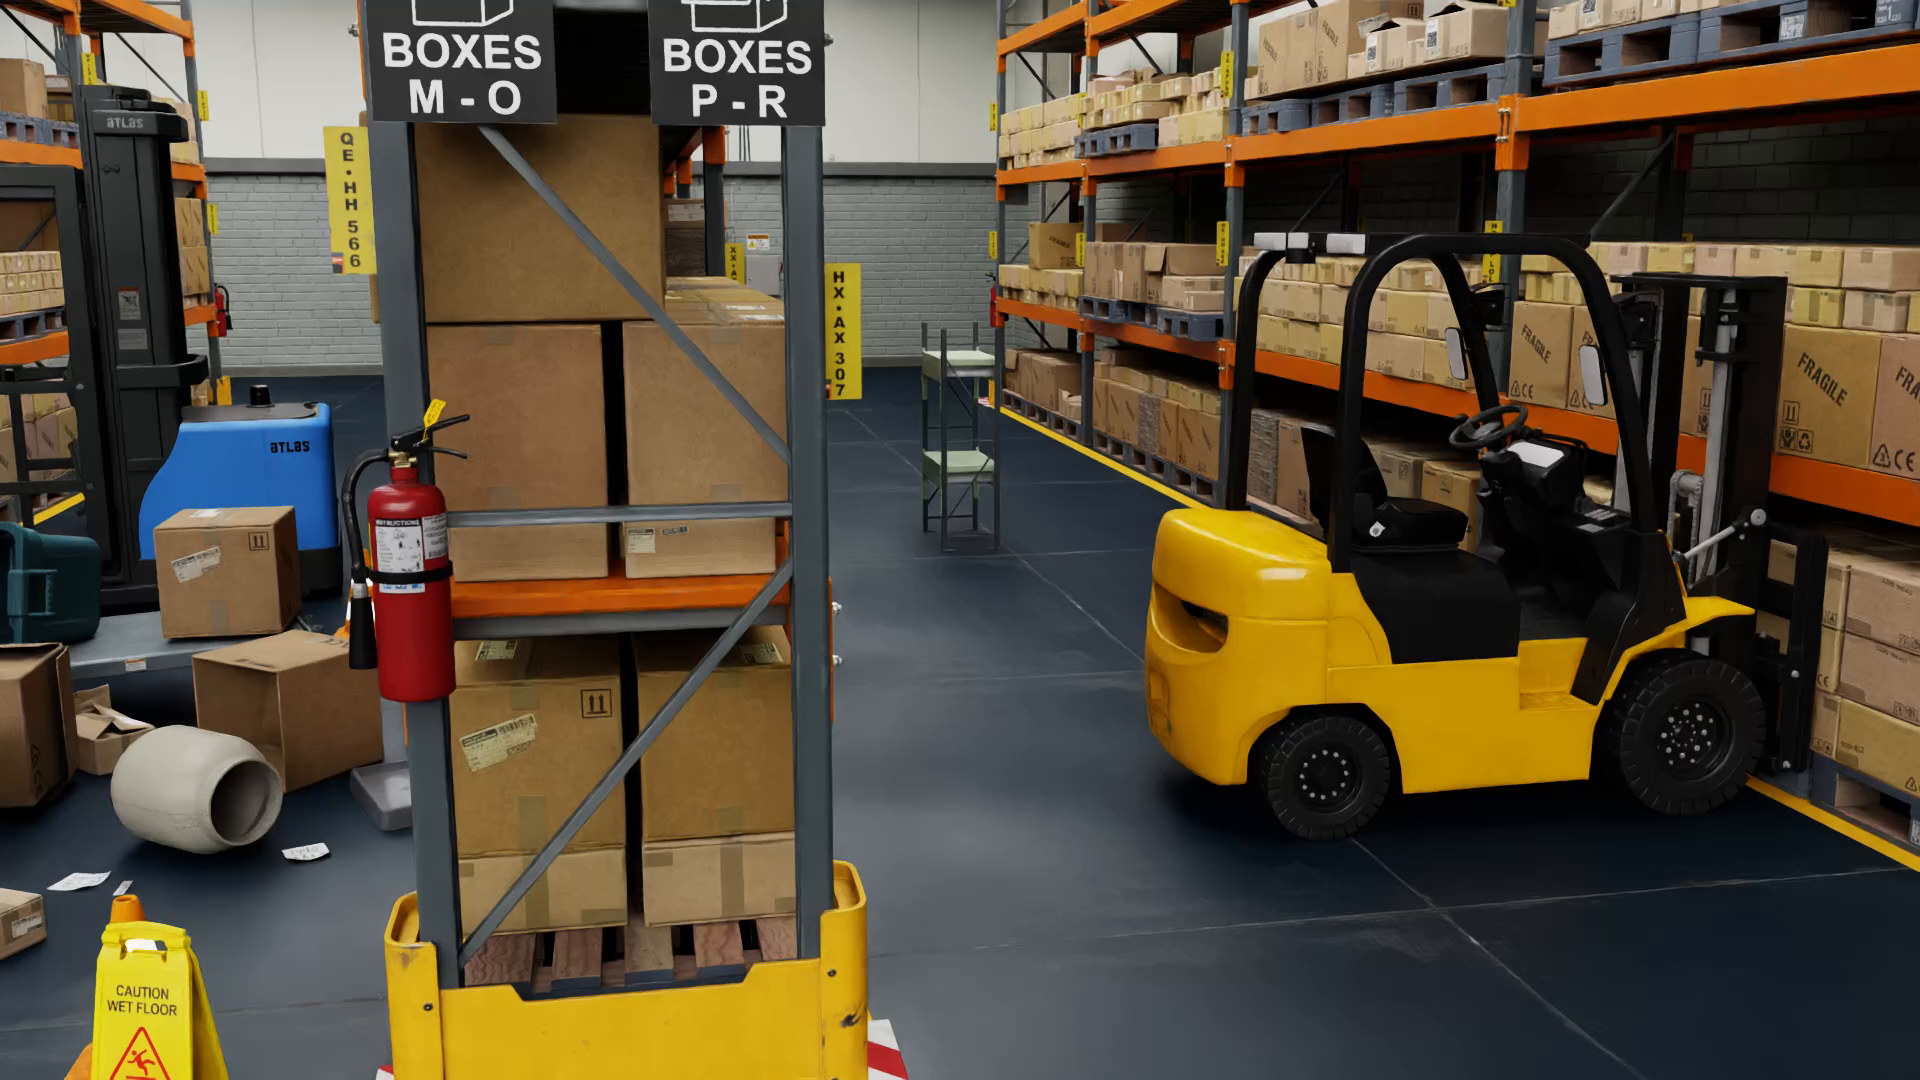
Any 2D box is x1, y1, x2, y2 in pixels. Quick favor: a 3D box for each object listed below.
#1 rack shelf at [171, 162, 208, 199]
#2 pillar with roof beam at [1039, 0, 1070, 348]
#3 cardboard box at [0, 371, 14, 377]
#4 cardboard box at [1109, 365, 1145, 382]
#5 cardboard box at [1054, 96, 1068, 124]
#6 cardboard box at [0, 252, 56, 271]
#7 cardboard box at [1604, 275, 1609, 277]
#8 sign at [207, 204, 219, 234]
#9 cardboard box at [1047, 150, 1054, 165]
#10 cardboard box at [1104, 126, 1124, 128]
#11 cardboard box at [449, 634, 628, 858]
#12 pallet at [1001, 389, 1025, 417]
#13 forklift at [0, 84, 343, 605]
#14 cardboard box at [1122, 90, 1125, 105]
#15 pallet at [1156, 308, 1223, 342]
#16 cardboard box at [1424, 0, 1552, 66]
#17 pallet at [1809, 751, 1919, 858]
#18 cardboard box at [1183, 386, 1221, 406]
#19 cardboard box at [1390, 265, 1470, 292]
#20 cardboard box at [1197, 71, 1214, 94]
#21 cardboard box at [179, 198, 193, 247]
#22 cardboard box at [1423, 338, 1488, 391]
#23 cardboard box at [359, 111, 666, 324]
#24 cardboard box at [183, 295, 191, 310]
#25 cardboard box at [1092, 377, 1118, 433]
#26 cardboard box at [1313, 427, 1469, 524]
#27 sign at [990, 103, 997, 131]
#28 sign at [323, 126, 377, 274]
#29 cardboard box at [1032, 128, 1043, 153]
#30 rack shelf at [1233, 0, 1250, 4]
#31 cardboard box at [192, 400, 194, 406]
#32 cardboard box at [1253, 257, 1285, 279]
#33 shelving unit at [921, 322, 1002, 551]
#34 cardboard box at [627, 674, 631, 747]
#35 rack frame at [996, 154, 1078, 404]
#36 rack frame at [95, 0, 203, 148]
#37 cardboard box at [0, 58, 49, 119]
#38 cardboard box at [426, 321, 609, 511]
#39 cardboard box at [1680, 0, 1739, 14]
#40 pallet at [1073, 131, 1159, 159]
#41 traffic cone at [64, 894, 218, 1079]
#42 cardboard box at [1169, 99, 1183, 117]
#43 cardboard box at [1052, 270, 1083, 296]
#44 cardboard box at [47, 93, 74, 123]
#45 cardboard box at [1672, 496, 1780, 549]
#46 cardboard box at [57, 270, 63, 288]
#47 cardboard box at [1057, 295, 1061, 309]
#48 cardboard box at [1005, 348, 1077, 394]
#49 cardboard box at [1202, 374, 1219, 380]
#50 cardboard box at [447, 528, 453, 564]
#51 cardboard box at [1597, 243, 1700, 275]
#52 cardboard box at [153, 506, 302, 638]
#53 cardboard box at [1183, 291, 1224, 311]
[{"bbox_3d":[-8.378,-3.544,16.195,1.077,0.370,4.000,-2,11,-11],"label":"rack shelf"},{"bbox_3d":[-2.926,-6.488,21.718,9.100,9.000,0.400,-2,11,-11],"label":"pillar with roof beam"},{"bbox_3d":[-8.104,-1.259,13.843,0.500,0.250,0.500,-3,11,-14],"label":"cardboard box"},{"bbox_3d":[1.654,-1.610,15.962,0.380,0.149,0.250,-2,11,-13],"label":"cardboard box"},{"bbox_3d":[1.274,-4.405,17.063,0.500,0.250,0.500,-2,11,-12],"label":"cardboard box"},{"bbox_3d":[-7.618,-2.269,13.552,0.380,0.149,0.250,-2,11,-13],"label":"cardboard box"},{"bbox_3d":[3.205,-1.175,7.845,0.380,0.149,0.250,-2,11,-11],"label":"cardboard box"},{"bbox_3d":[-8.218,-3.531,18.285,0.100,0.325,0.005,-2,11,-11],"label":"sign"},{"bbox_3d":[1.146,-4.078,17.749,0.380,0.149,0.250,-2,11,-10],"label":"cardboard box"},{"bbox_3d":[1.545,-3.881,15.326,0.380,0.149,0.250,-2,11,-11],"label":"cardboard box"},{"bbox_3d":[-1.231,0.584,4.831,0.500,0.500,0.500,-2,11,-11],"label":"cardboard box"},{"bbox_3d":[1.108,-1.640,19.750,1.003,0.211,1.213,-2,11,-11],"label":"pallet"},{"bbox_3d":[-5.252,-1.084,9.552,3.031,2.935,1.130,-4,11,-20],"label":"forklift"},{"bbox_3d":[1.656,-3.932,14.797,0.380,0.149,0.250,-2,11,-10],"label":"cardboard box"},{"bbox_3d":[2.293,-1.731,13.280,1.213,0.211,1.003,-2,11,-11],"label":"pallet"},{"bbox_3d":[2.891,-2.779,9.098,0.500,0.311,0.500,-2,11,-13],"label":"cardboard box"},{"bbox_3d":[3.859,0.995,5.903,1.003,0.211,1.213,-2,11,-11],"label":"pallet"},{"bbox_3d":[2.057,-1.180,13.703,0.380,0.149,0.250,-2,11,-13],"label":"cardboard box"},{"bbox_3d":[2.742,-1.529,9.704,0.380,0.149,0.250,-2,11,-13],"label":"cardboard box"},{"bbox_3d":[2.087,-3.596,13.085,0.380,0.149,0.250,-2,11,-13],"label":"cardboard box"},{"bbox_3d":[-8.335,-3.309,17.323,0.500,0.500,0.500,-3,11,-13],"label":"cardboard box"},{"bbox_3d":[2.917,-0.979,9.217,0.500,0.250,0.500,-2,11,-10],"label":"cardboard box"},{"bbox_3d":[-1.132,-0.827,4.281,0.700,0.500,0.500,-2,11,-12],"label":"cardboard box"},{"bbox_3d":[-8.278,-2.479,17.372,0.380,0.149,0.250,-2,11,-9],"label":"cardboard box"},{"bbox_3d":[1.589,-1.318,16.162,0.500,0.500,0.500,-2,11,-9],"label":"cardboard box"},{"bbox_3d":[2.867,-0.385,10.924,0.875,0.625,0.625,-3,11,-13],"label":"cardboard box"},{"bbox_3d":[0.405,-5.053,19.865,0.100,0.325,0.005,-2,11,-11],"label":"sign"},{"bbox_3d":[-1.367,-0.762,3.737,0.100,0.325,0.005,-2,11,-11],"label":"sign"},{"bbox_3d":[1.085,-4.344,18.081,0.500,0.250,0.500,-2,11,-12],"label":"cardboard box"},{"bbox_3d":[2.882,-3.733,10.239,1.077,0.370,4.000,-2,11,-11],"label":"rack shelf"},{"bbox_3d":[-8.343,-1.412,17.596,0.380,0.149,0.250,-2,11,-11],"label":"cardboard box"},{"bbox_3d":[2.320,-1.953,11.932,0.380,0.149,0.250,-2,11,-10],"label":"cardboard box"},{"bbox_3d":[0.001,-0.736,11.550,0.431,1.500,0.755,-2,11,-11],"label":"shelving unit"},{"bbox_3d":[-1.526,0.669,6.390,0.500,0.250,0.500,-2,11,-12],"label":"cardboard box"},{"bbox_3d":[0.937,-3.170,20.331,1.000,3.000,0.127,-2,11,-11],"label":"rack frame"},{"bbox_3d":[-8.767,-5.738,17.775,1.000,3.000,0.127,-2,11,-11],"label":"rack frame"},{"bbox_3d":[-8.023,-3.712,13.766,0.700,0.500,0.500,-2,11,-11],"label":"cardboard box"},{"bbox_3d":[-1.195,-0.339,4.394,0.500,0.500,0.500,-2,11,-12],"label":"cardboard box"},{"bbox_3d":[3.262,-2.349,6.963,0.396,0.266,0.258,-2,11,-12],"label":"cardboard box"},{"bbox_3d":[1.773,-3.696,15.572,1.213,0.211,1.003,-2,11,-11],"label":"pallet"},{"bbox_3d":[-2.168,1.160,4.366,0.336,0.463,0.334,-2,11,-11],"label":"traffic cone"},{"bbox_3d":[1.964,-3.592,13.859,0.380,0.149,0.250,-2,11,-9],"label":"cardboard box"},{"bbox_3d":[1.265,-2.685,17.387,0.500,0.250,0.500,-2,11,-11],"label":"cardboard box"},{"bbox_3d":[-7.847,-3.799,14.678,0.500,0.250,0.500,-2,11,-9],"label":"cardboard box"},{"bbox_3d":[3.255,-0.031,7.394,0.500,0.250,0.500,-2,11,-9],"label":"cardboard box"},{"bbox_3d":[-7.665,-2.172,13.838,0.380,0.149,0.250,-2,11,-11],"label":"cardboard box"},{"bbox_3d":[1.235,-2.505,17.509,0.380,0.149,0.250,-2,11,-10],"label":"cardboard box"},{"bbox_3d":[0.963,-2.035,19.918,0.797,0.503,0.637,-3,11,-13],"label":"cardboard box"},{"bbox_3d":[2.383,-1.393,14.822,0.380,0.149,0.250,-3,11,-13],"label":"cardboard box"},{"bbox_3d":[-1.260,-0.034,4.527,0.380,0.149,0.250,-2,11,-12],"label":"cardboard box"},{"bbox_3d":[3.240,-1.323,7.827,0.380,0.149,0.250,-2,11,-12],"label":"cardboard box"},{"bbox_3d":[-3.337,0.138,7.610,0.500,0.500,0.500,-2,11,-11],"label":"cardboard box"},{"bbox_3d":[1.989,-1.892,13.166,0.380,0.149,0.250,-2,11,-10],"label":"cardboard box"}]
